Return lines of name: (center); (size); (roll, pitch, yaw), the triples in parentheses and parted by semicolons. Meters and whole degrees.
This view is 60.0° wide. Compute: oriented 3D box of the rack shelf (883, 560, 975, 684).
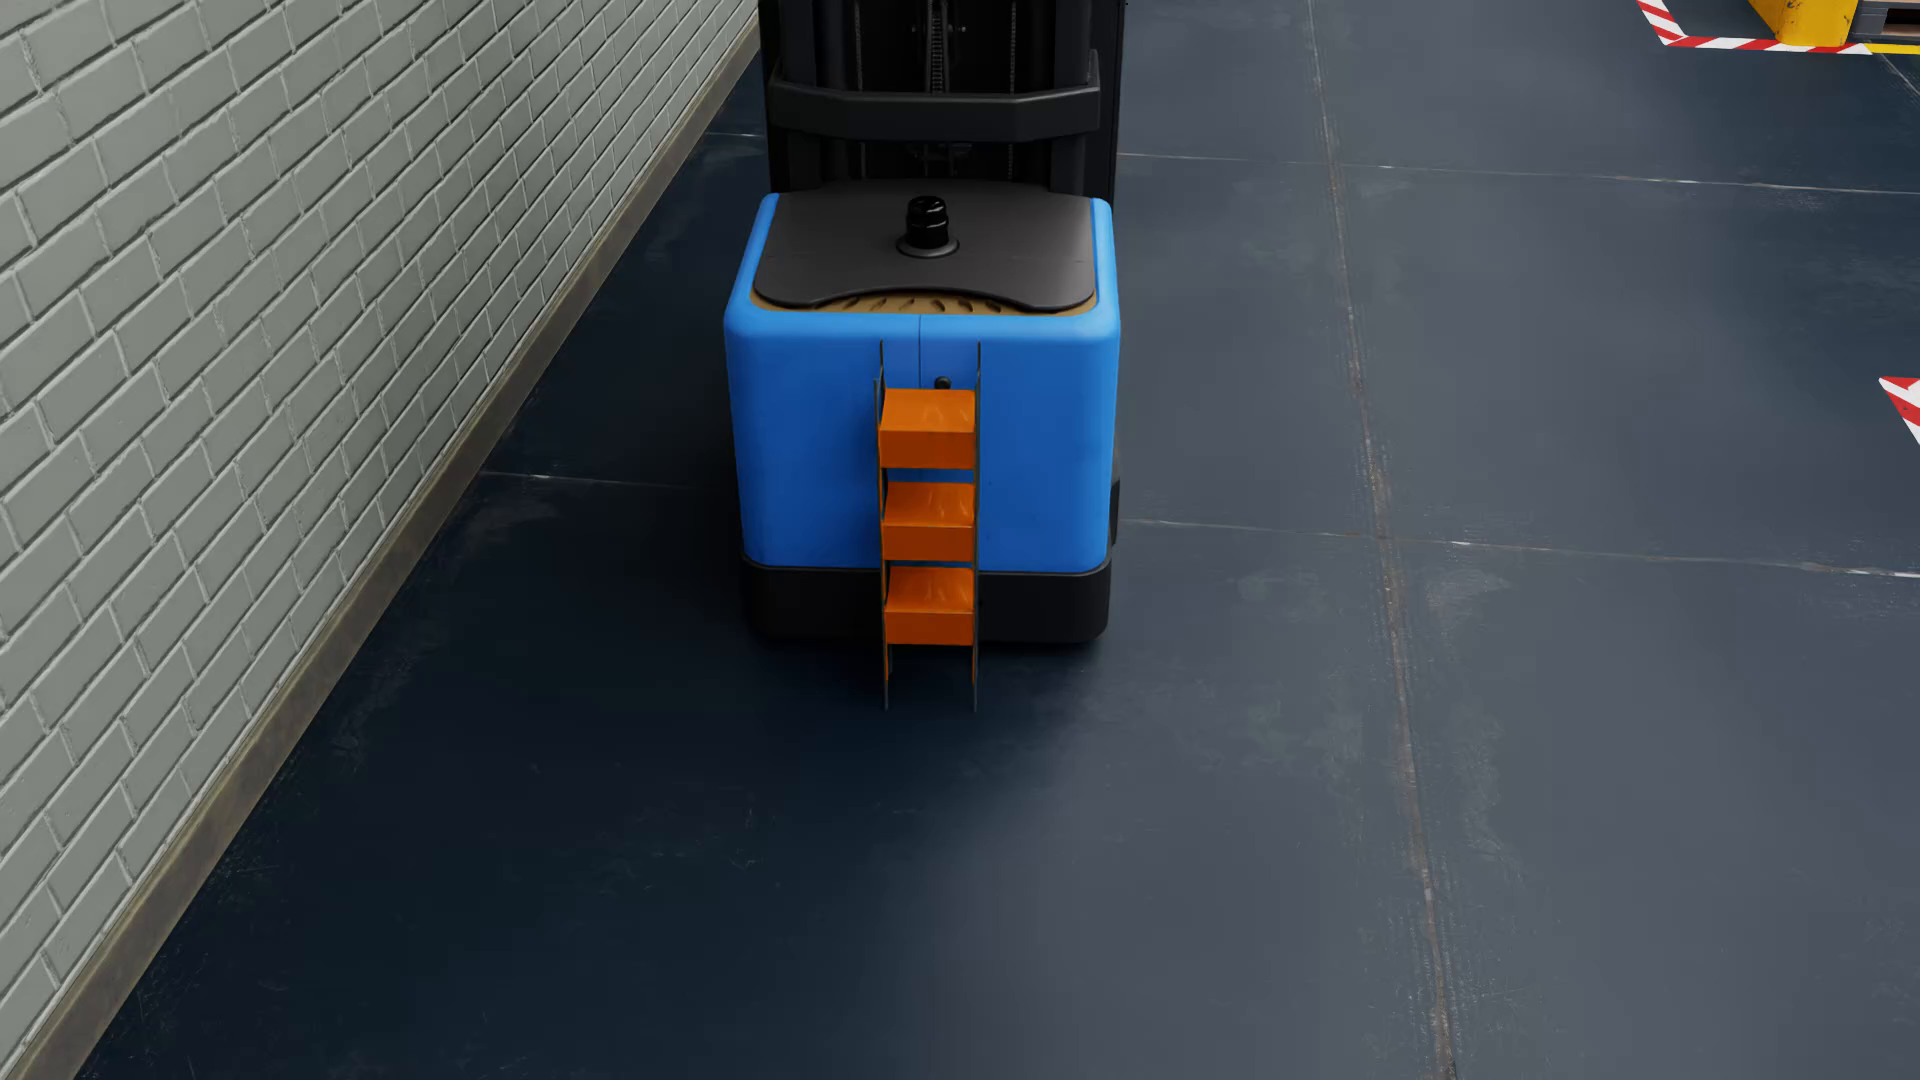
rack shelf: (-0.078, 0.223, 4.531); (0.240, 0.259, 0.215); (1, 36, 2)

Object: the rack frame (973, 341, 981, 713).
rack frame: (0.044, -0.009, 4.359); (0.008, 1.050, 0.200); (1, 36, 2)

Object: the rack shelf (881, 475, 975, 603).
rack shelf: (-0.078, -0.003, 4.369); (0.240, 0.259, 0.215); (1, 36, 2)

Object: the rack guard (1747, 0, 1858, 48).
rack guard: (4.691, -3.206, 9.312); (0.348, 0.500, 1.175); (4, 36, 6)

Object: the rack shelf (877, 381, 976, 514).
rack shelf: (-0.078, -0.234, 4.204); (0.240, 0.259, 0.215); (1, 36, 2)

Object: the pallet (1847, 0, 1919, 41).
pallet: (5.518, -3.072, 9.373); (1.213, 0.211, 1.003); (4, 36, 6)

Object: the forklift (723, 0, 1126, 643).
forklift: (-0.045, -1.729, 5.150); (1.130, 2.935, 3.031); (1, 36, 2)

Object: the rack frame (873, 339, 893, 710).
rack frame: (-0.200, -0.015, 4.367); (0.008, 1.050, 0.200); (1, 36, 2)

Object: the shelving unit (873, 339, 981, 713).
shelving unit: (-0.078, -0.012, 4.363); (0.252, 1.050, 0.215); (1, 36, 2)
